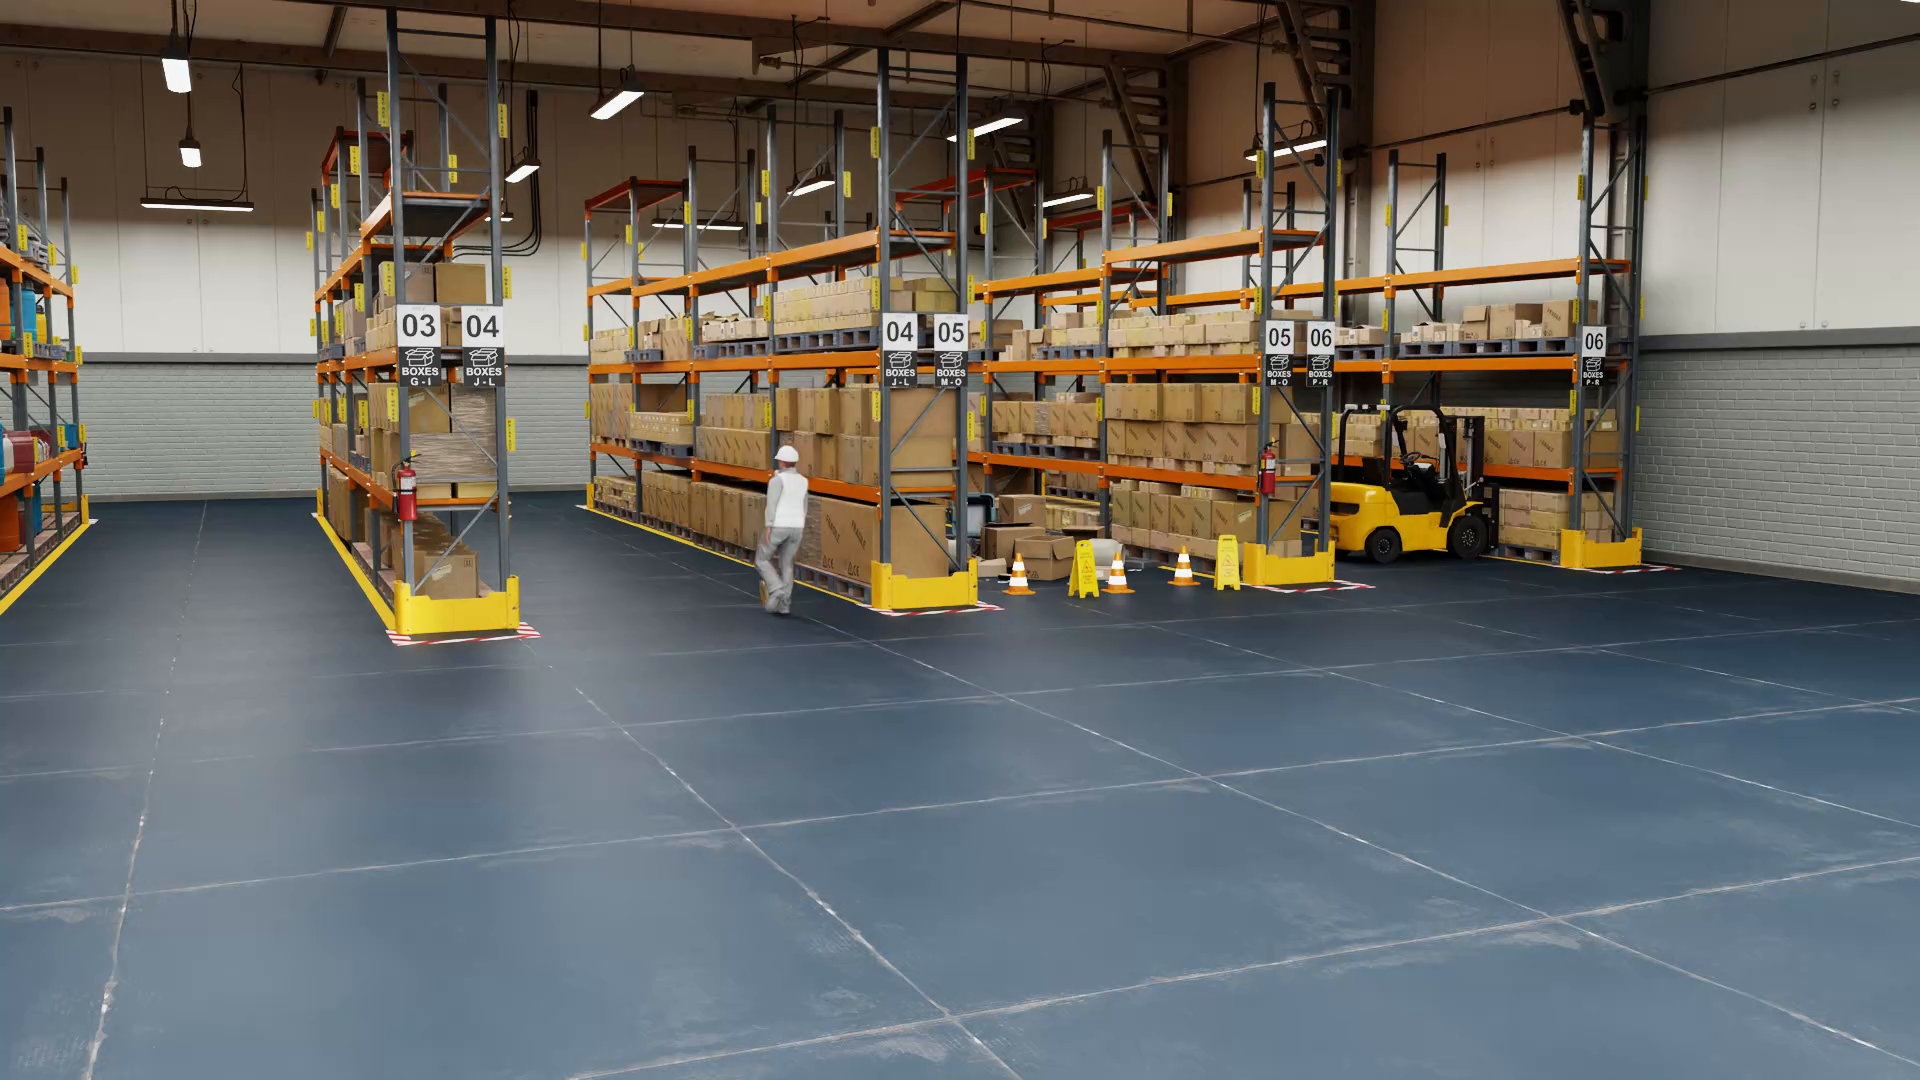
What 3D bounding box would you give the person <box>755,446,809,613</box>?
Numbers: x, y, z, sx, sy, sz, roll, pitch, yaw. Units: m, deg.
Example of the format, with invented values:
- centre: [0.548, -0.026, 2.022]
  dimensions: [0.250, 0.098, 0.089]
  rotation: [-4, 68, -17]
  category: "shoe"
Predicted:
- centre: [-1.869, -0.117, 17.644]
  dimensions: [0.596, 1.767, 0.462]
  rotation: [-4, 7, -38]
  category: "person"
